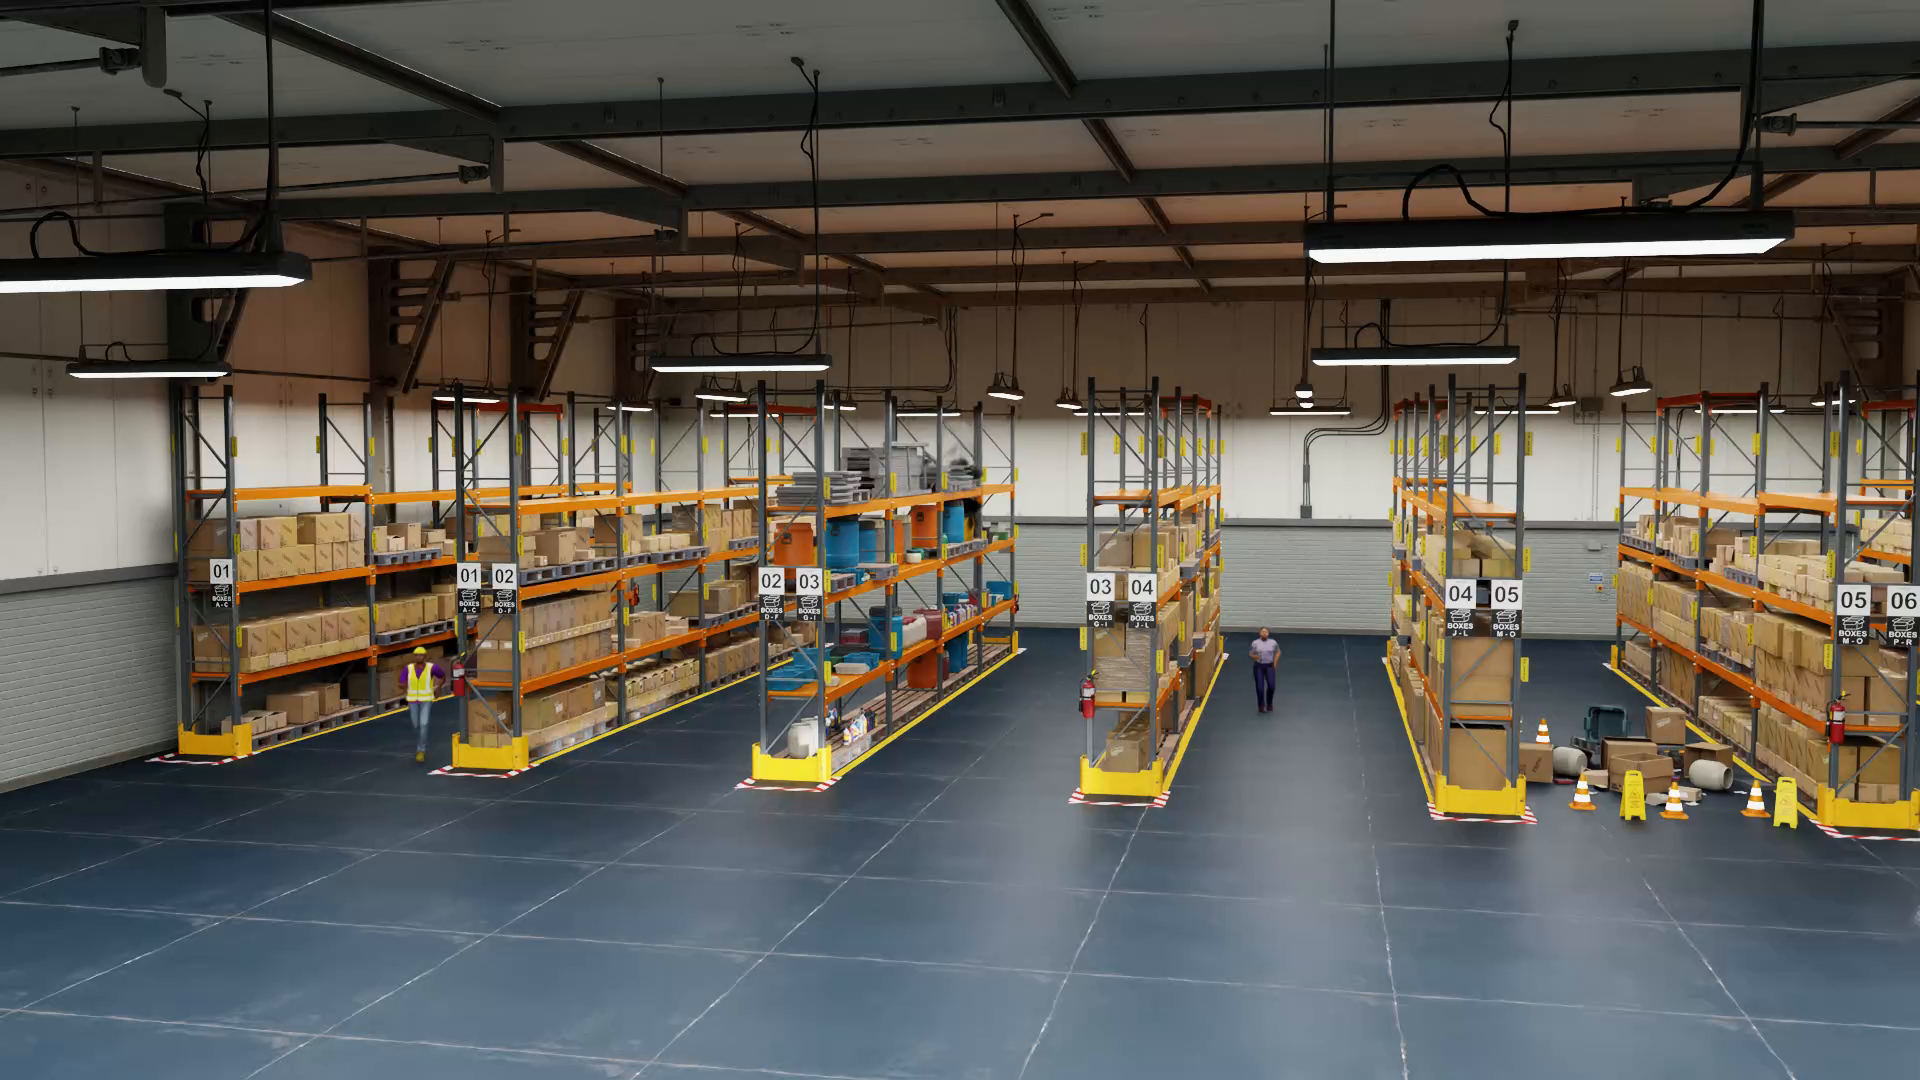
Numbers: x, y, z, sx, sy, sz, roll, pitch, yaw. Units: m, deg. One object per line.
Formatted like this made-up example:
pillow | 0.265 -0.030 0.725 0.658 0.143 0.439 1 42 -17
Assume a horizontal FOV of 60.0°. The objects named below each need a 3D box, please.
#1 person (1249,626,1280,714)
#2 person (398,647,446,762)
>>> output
person | 5.720 2.448 31.190 0.587 1.640 0.610 0 3 8
person | -8.653 2.598 26.651 0.695 1.777 0.894 0 3 -3
